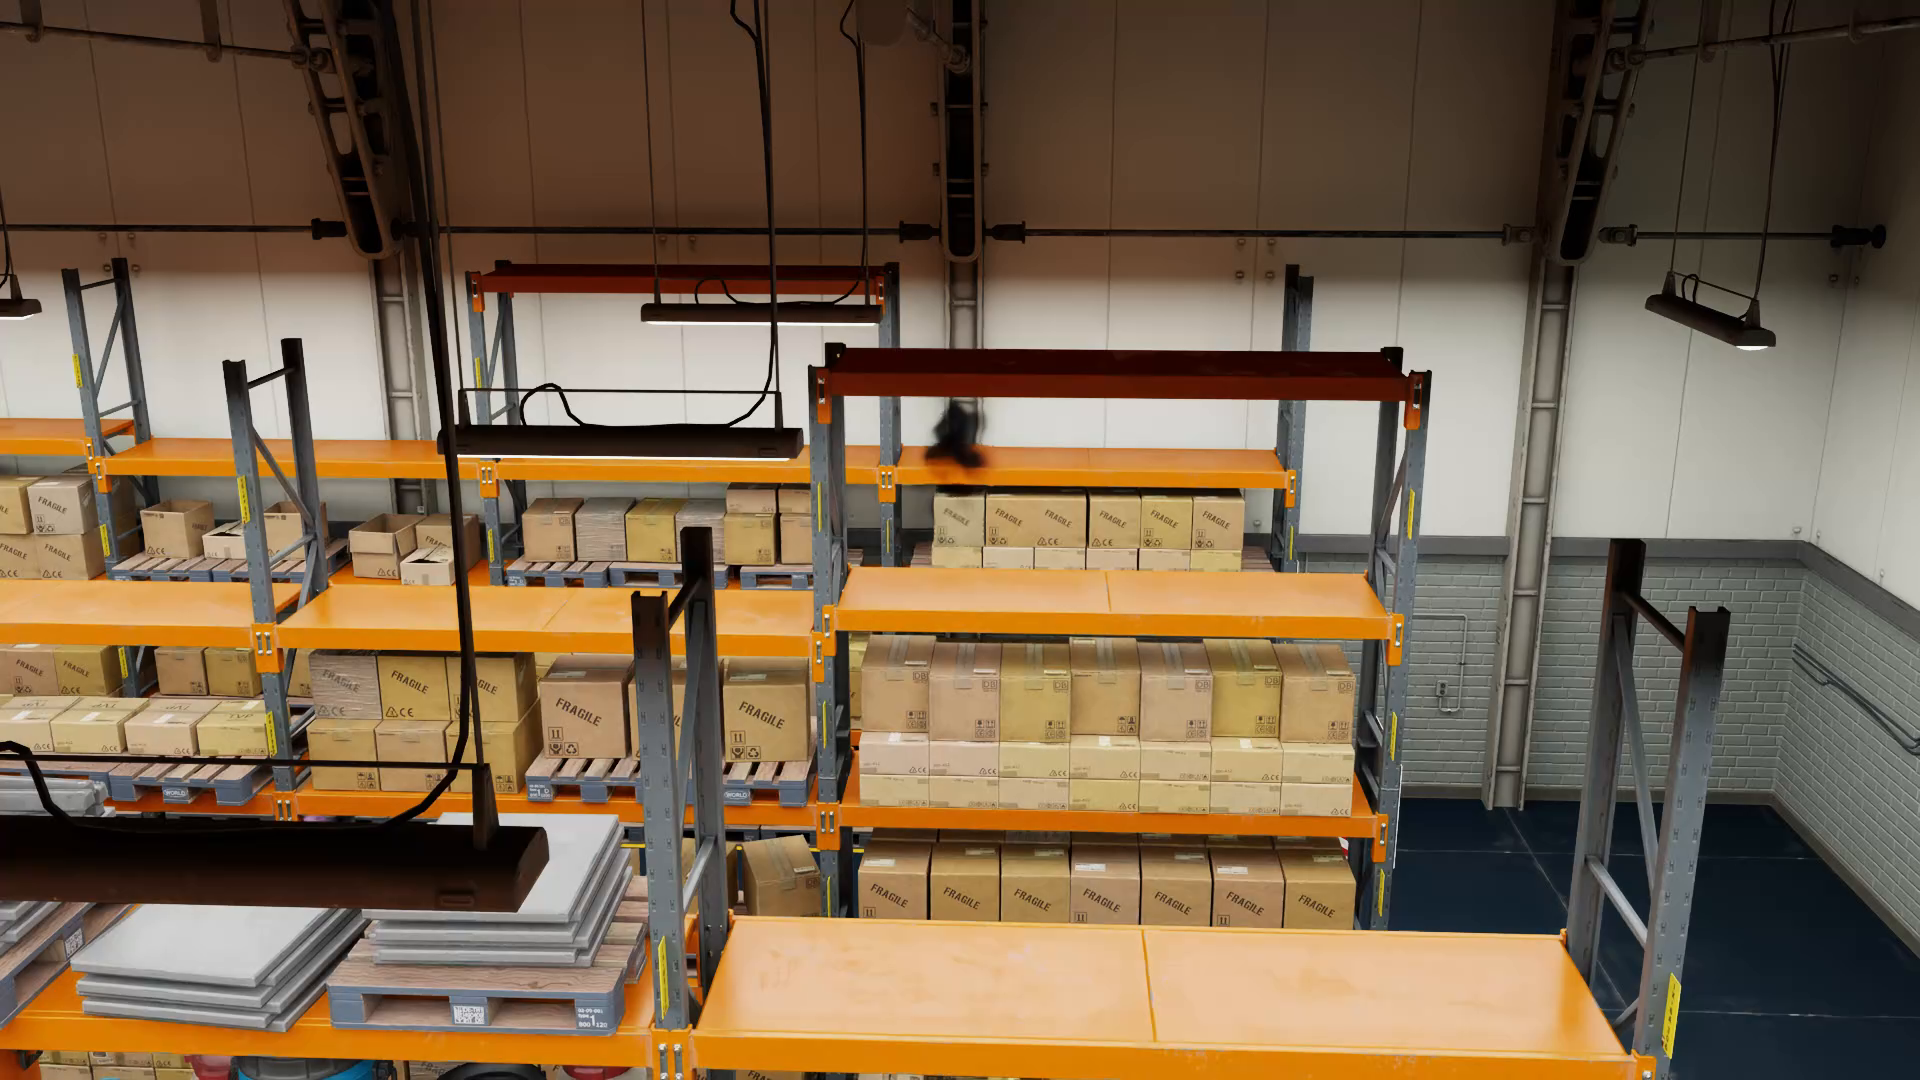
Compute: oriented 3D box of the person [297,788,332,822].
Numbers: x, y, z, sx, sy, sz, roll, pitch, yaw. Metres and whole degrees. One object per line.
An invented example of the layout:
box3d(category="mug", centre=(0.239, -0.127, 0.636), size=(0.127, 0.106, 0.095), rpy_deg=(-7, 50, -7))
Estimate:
box3d(category="person", centre=(-5.994, 3.001, 15.462), size=(0.681, 1.548, 0.569), rpy_deg=(-1, 16, -2))
